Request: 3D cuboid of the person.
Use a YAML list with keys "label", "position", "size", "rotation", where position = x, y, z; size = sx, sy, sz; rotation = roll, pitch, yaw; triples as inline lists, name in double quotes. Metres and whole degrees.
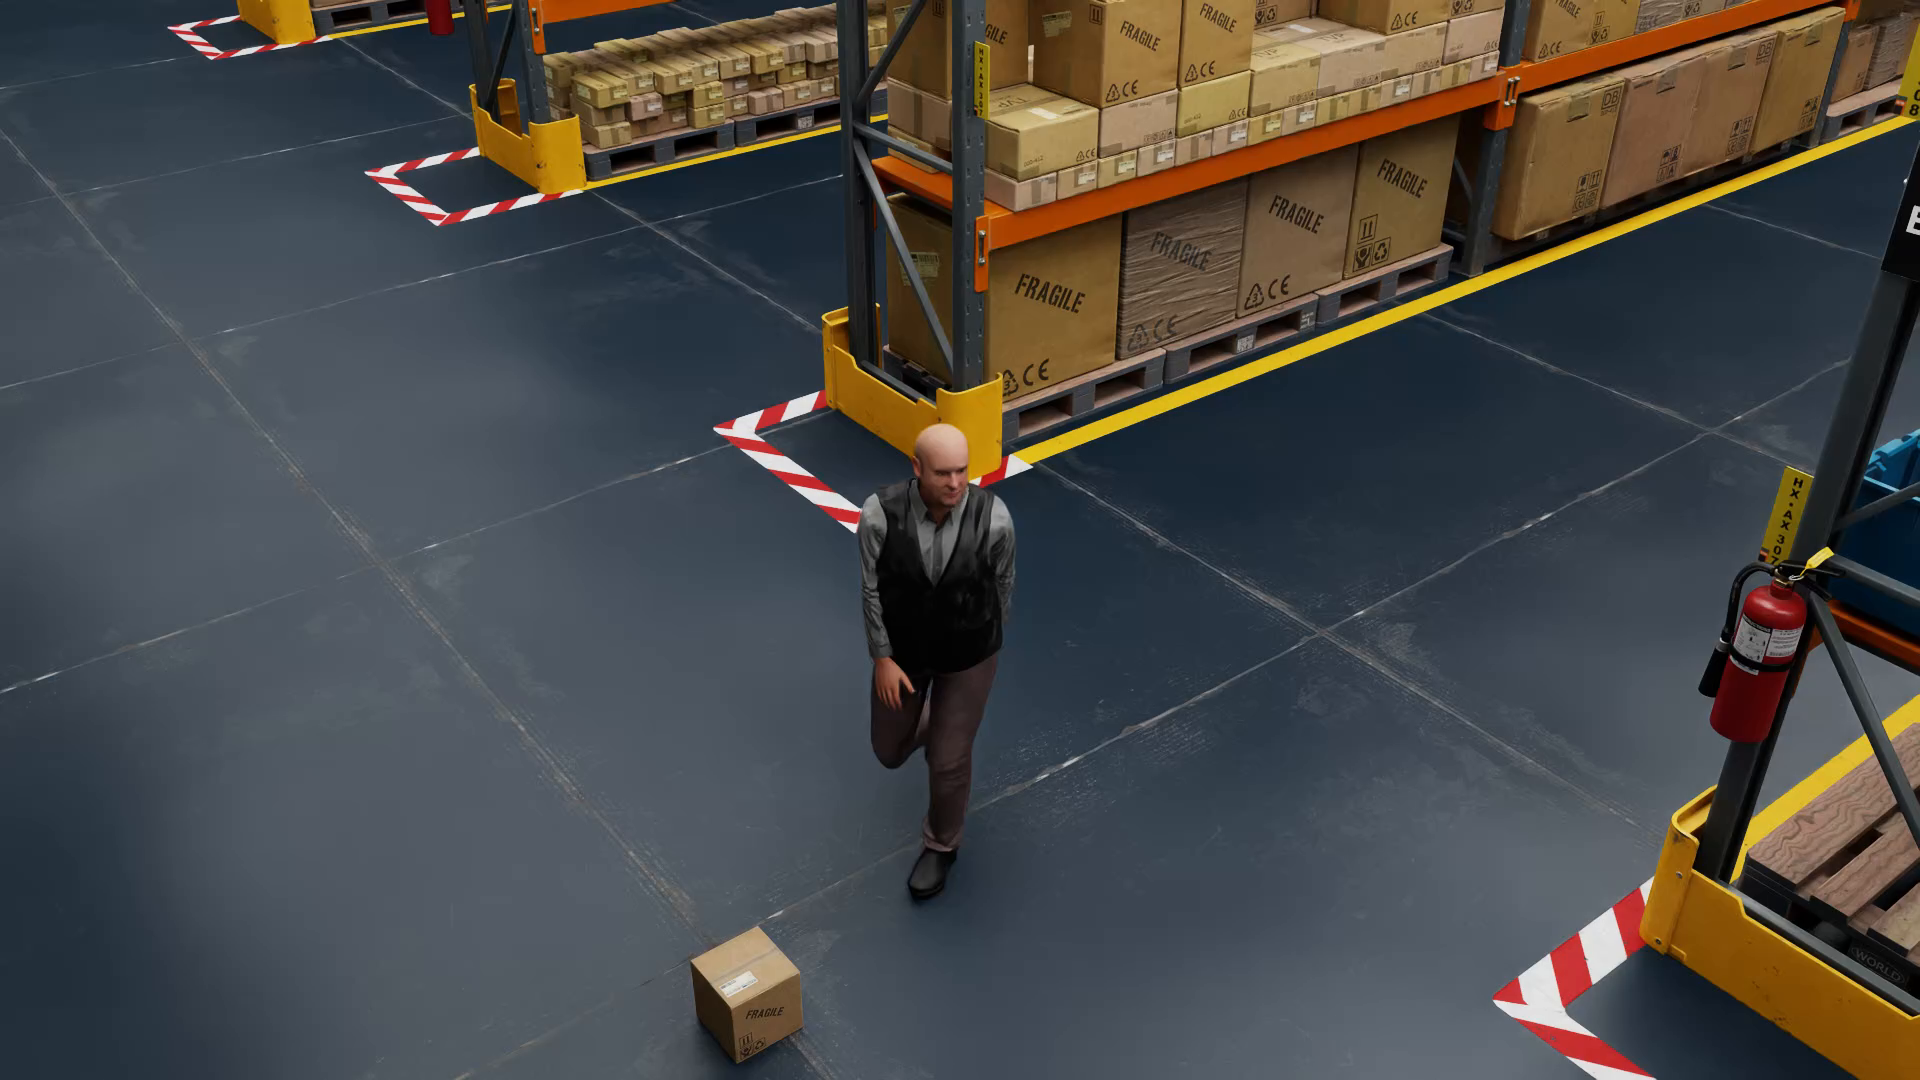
- label: "person"
  position: [-0.066, 0.340, 5.608]
  size: [0.495, 1.704, 0.737]
  rotation: [4, 32, 7]
